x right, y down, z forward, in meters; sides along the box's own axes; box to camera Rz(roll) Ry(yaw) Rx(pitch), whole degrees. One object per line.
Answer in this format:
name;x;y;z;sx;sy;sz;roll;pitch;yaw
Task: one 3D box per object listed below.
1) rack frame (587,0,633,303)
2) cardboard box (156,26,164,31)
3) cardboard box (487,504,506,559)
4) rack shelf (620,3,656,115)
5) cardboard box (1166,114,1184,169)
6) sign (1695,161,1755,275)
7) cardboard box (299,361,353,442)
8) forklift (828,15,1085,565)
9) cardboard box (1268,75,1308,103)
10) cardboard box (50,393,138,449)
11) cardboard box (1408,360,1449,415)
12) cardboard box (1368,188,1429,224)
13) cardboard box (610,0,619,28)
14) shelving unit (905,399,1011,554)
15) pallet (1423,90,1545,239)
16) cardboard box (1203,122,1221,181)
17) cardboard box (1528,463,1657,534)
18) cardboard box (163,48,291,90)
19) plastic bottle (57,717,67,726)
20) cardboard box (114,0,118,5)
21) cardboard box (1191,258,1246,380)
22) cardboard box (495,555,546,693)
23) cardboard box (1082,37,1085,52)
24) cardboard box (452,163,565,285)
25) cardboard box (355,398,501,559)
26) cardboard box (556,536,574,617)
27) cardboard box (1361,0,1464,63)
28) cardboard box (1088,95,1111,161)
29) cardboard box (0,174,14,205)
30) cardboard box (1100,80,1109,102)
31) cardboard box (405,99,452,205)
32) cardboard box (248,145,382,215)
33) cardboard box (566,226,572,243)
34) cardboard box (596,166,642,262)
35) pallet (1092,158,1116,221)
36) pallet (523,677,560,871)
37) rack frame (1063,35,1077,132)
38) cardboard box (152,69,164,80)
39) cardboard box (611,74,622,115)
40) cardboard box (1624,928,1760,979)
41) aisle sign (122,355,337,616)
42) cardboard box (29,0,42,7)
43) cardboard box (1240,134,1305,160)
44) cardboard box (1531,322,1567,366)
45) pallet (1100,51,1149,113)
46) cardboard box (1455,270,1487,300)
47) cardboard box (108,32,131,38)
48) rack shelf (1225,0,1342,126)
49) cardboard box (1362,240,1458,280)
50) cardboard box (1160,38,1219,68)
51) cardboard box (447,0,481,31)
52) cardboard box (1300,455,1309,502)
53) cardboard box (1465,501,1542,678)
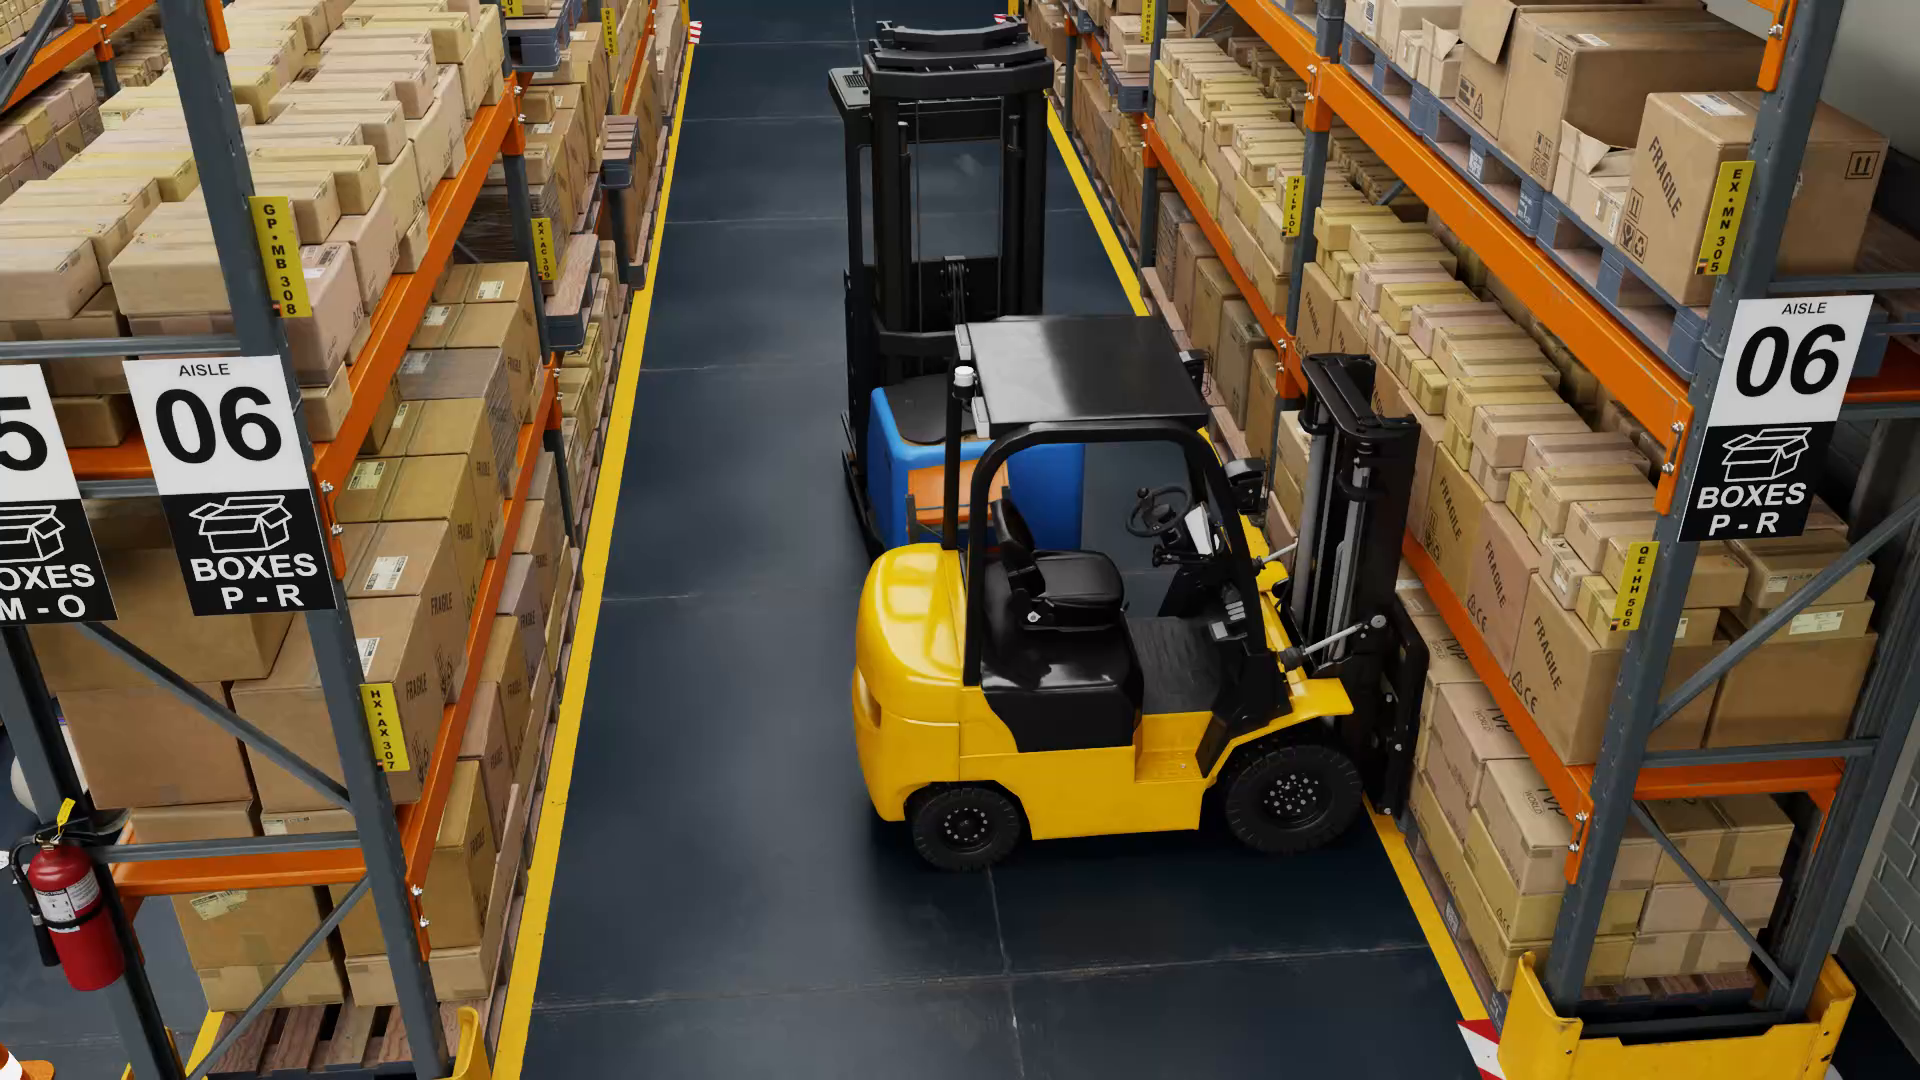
rack frame;-3.029;-3.118;12.044;1.000;3.000;0.127;-3;31;-5
cardboard box;-8.235;-5.340;17.555;0.380;0.149;0.250;-2;31;-3
cardboard box;-2.169;-0.038;7.133;0.380;0.149;0.250;-2;31;-4
rack shelf;-3.216;-3.830;13.938;1.077;0.370;4.000;-3;31;-5
cardboard box;1.753;-2.798;11.655;0.500;0.250;0.500;-3;31;-6
sign;2.118;-0.888;4.600;0.100;0.325;0.005;-3;31;-5
cardboard box;-1.989;-0.398;4.811;0.380;0.149;0.250;-3;31;-5
forklift;-0.122;-1.574;9.527;1.130;2.935;3.031;-6;31;-10
cardboard box;2.283;-3.000;11.117;0.380;0.149;0.250;-3;31;-5
cardboard box;-2.593;-0.382;4.784;0.380;0.149;0.250;-3;31;-4
cardboard box;2.179;-0.671;7.218;0.380;0.149;0.250;-3;31;-6
cardboard box;2.467;-1.826;9.152;0.380;0.149;0.250;-3;31;-6
cardboard box;-2.888;-4.106;12.627;0.500;0.500;0.500;-3;31;-4
shelving unit;0.022;-0.013;8.633;0.538;1.125;1.048;-5;31;1
pallet;2.503;-1.509;6.513;1.003;0.211;1.213;-3;31;-5
cardboard box;1.860;-2.486;10.646;0.500;0.250;0.500;-2;31;-4
cardboard box;2.311;-0.152;6.058;0.380;0.149;0.250;-2;31;-3
cardboard box;-2.775;-1.759;6.312;0.380;0.149;0.250;-3;31;-5
plastic bottle;-4.402;0.935;8.125;0.133;0.061;0.283;2;31;4
cardboard box;-8.121;-5.052;15.528;0.380;0.149;0.250;-2;31;-3
cardboard box;2.089;-1.522;11.279;0.875;0.625;0.625;-4;31;-7
cardboard box;-2.235;0.412;7.676;0.500;0.500;0.500;-1;31;-2
cardboard box;1.368;-4.720;15.832;0.380;0.149;0.250;-3;31;-5
cardboard box;-2.414;-1.679;8.839;0.500;0.500;0.500;-2;31;-3
cardboard box;-2.206;-0.243;6.843;0.500;0.500;0.500;-3;31;-6
cardboard box;-2.333;0.214;8.739;0.500;0.250;0.500;-1;31;-2
cardboard box;2.121;-2.351;7.416;0.500;0.311;0.500;-2;31;-4
cardboard box;1.462;-3.723;15.085;0.500;0.500;0.500;-4;31;-6
cardboard box;-7.811;-2.566;13.149;0.500;0.500;0.500;-2;31;-4
cardboard box;1.471;-4.052;15.005;0.380;0.149;0.250;-3;31;-5
cardboard box;-2.202;-1.436;6.161;0.500;0.250;0.500;-2;31;-4
cardboard box;-2.062;-1.137;5.270;0.380;0.149;0.250;-3;31;-5
cardboard box;-2.492;-1.847;9.753;0.380;0.149;0.250;-2;31;-4
cardboard box;-3.011;-2.742;13.079;0.875;0.875;0.875;-3;31;-5
pallet;1.770;-3.165;14.842;1.003;0.211;1.213;-3;31;-5
pallet;-2.440;1.087;7.724;1.003;0.211;1.213;-3;31;-5
rack frame;1.539;-5.400;15.865;1.000;3.000;0.127;-3;31;-5
cardboard box;-8.233;-4.683;16.745;0.380;0.149;0.250;-1;31;-2
cardboard box;-2.824;-3.315;12.521;0.500;0.250;0.500;-3;31;-5
cardboard box;2.809;1.467;6.641;0.500;0.250;0.500;-3;31;-4
aisle sign;-1.967;-0.132;4.512;0.394;0.787;0.004;-3;31;-5
cardboard box;-8.042;-4.616;14.099;0.380;0.149;0.250;-1;31;-2
cardboard box;1.902;-2.323;9.984;0.380;0.149;0.250;-3;31;-6
cardboard box;2.697;-0.830;7.194;0.380;0.149;0.250;-2;31;-3
pallet;1.779;-3.618;13.069;1.213;0.211;1.003;-3;31;-5
cardboard box;2.646;-1.223;8.142;0.380;0.149;0.250;-2;31;-3
cardboard box;-8.842;-5.170;17.271;0.380;0.149;0.250;-2;31;-4
rack shelf;2.099;-3.315;10.151;1.077;0.370;4.000;-3;31;-5
cardboard box;2.168;-1.328;8.029;0.380;0.149;0.250;-3;31;-6
cardboard box;1.649;-3.502;11.958;0.380;0.149;0.250;-2;31;-3
cardboard box;-2.308;-2.317;7.247;0.380;0.149;0.250;-3;31;-6
cardboard box;2.057;-0.221;8.491;0.500;0.250;0.500;-3;31;-5
cardboard box;2.313;0.180;6.426;0.500;0.500;0.500;-2;31;-3
